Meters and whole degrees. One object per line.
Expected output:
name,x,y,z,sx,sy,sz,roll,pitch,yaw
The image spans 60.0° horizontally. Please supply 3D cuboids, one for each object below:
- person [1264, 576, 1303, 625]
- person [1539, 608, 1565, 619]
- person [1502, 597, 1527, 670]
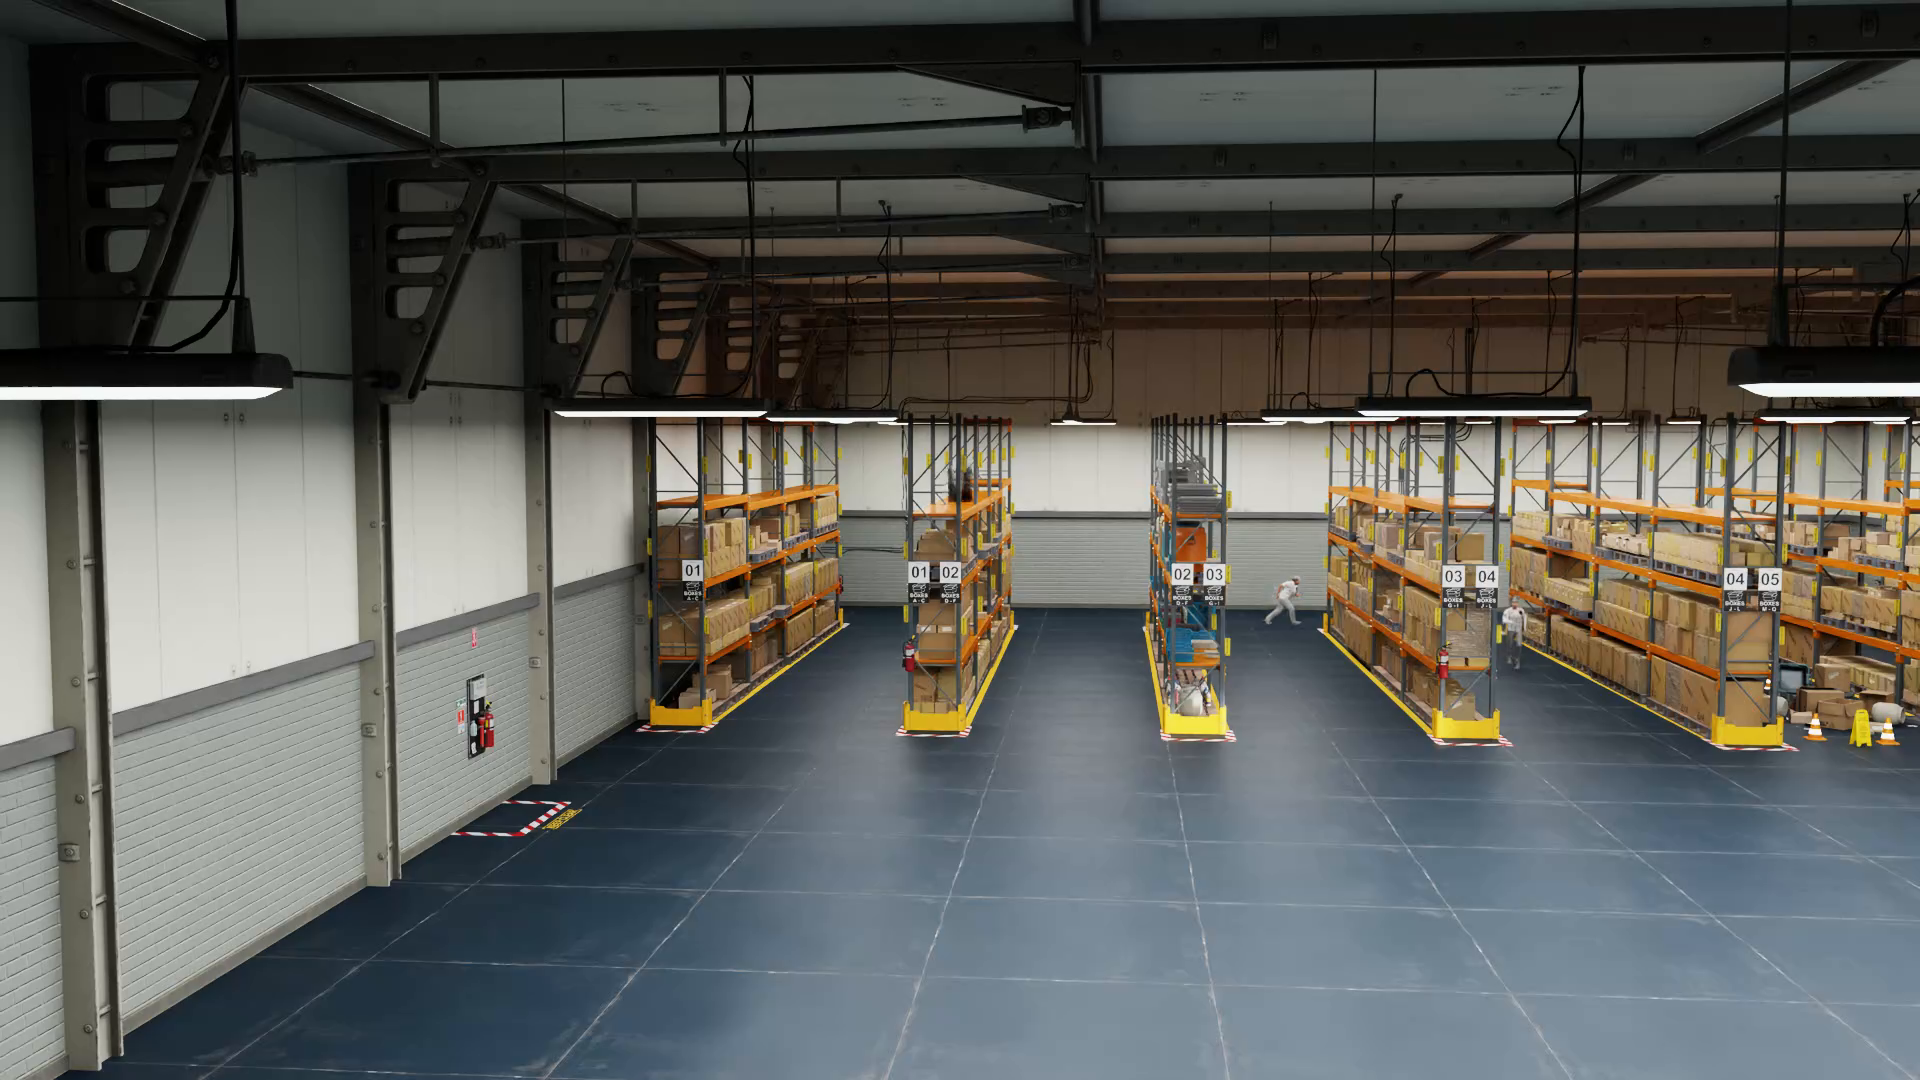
person,9.364,1.728,48.027,1.098,1.439,0.582,2,4,29
person,16.660,1.779,46.798,0.698,1.631,0.595,2,4,30
person,13.242,2.207,39.709,0.595,1.745,0.830,1,4,10
